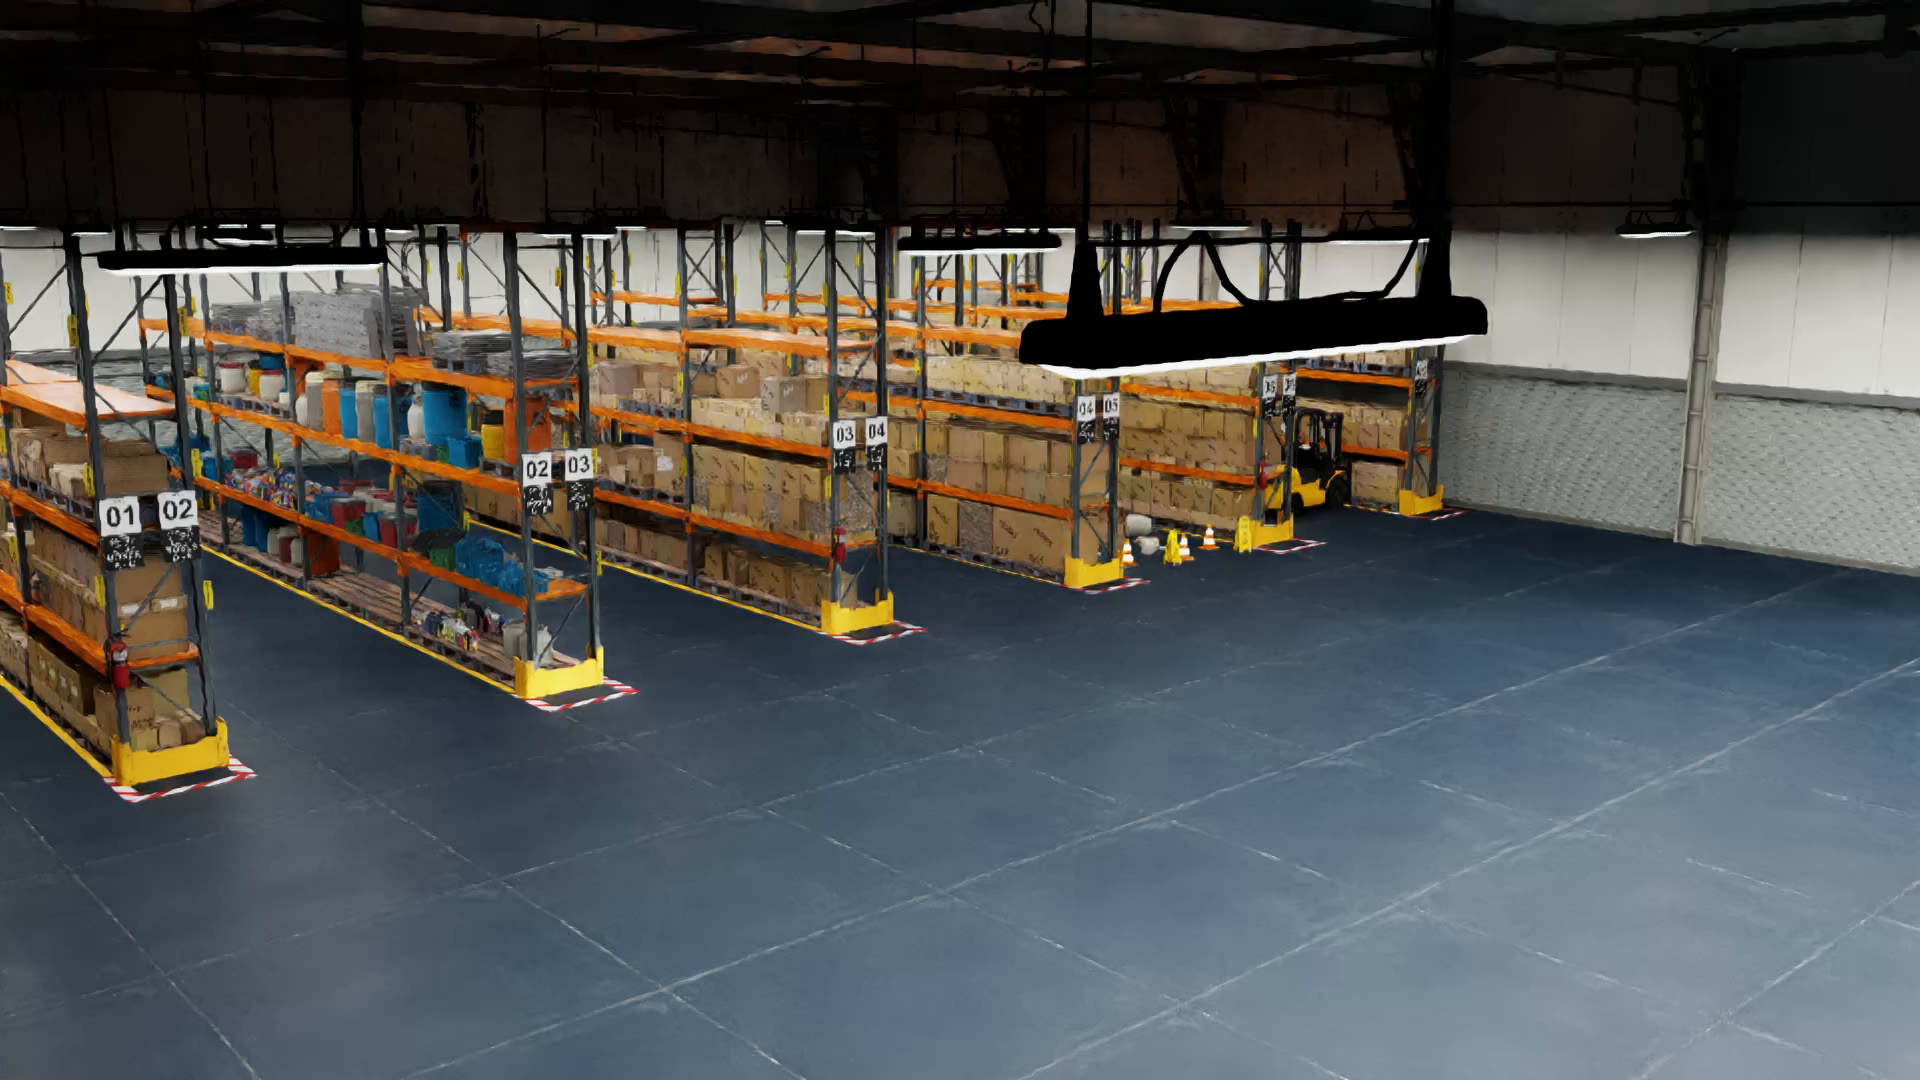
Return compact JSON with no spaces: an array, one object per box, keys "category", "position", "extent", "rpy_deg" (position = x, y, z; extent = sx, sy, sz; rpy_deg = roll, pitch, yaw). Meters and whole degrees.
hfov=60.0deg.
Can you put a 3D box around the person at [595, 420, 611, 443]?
[{"category":"person","position":[-9.058,-2.977,42.437],"extent":[0.506,1.659,0.538],"rpy_deg":[-1,11,-5]}]
